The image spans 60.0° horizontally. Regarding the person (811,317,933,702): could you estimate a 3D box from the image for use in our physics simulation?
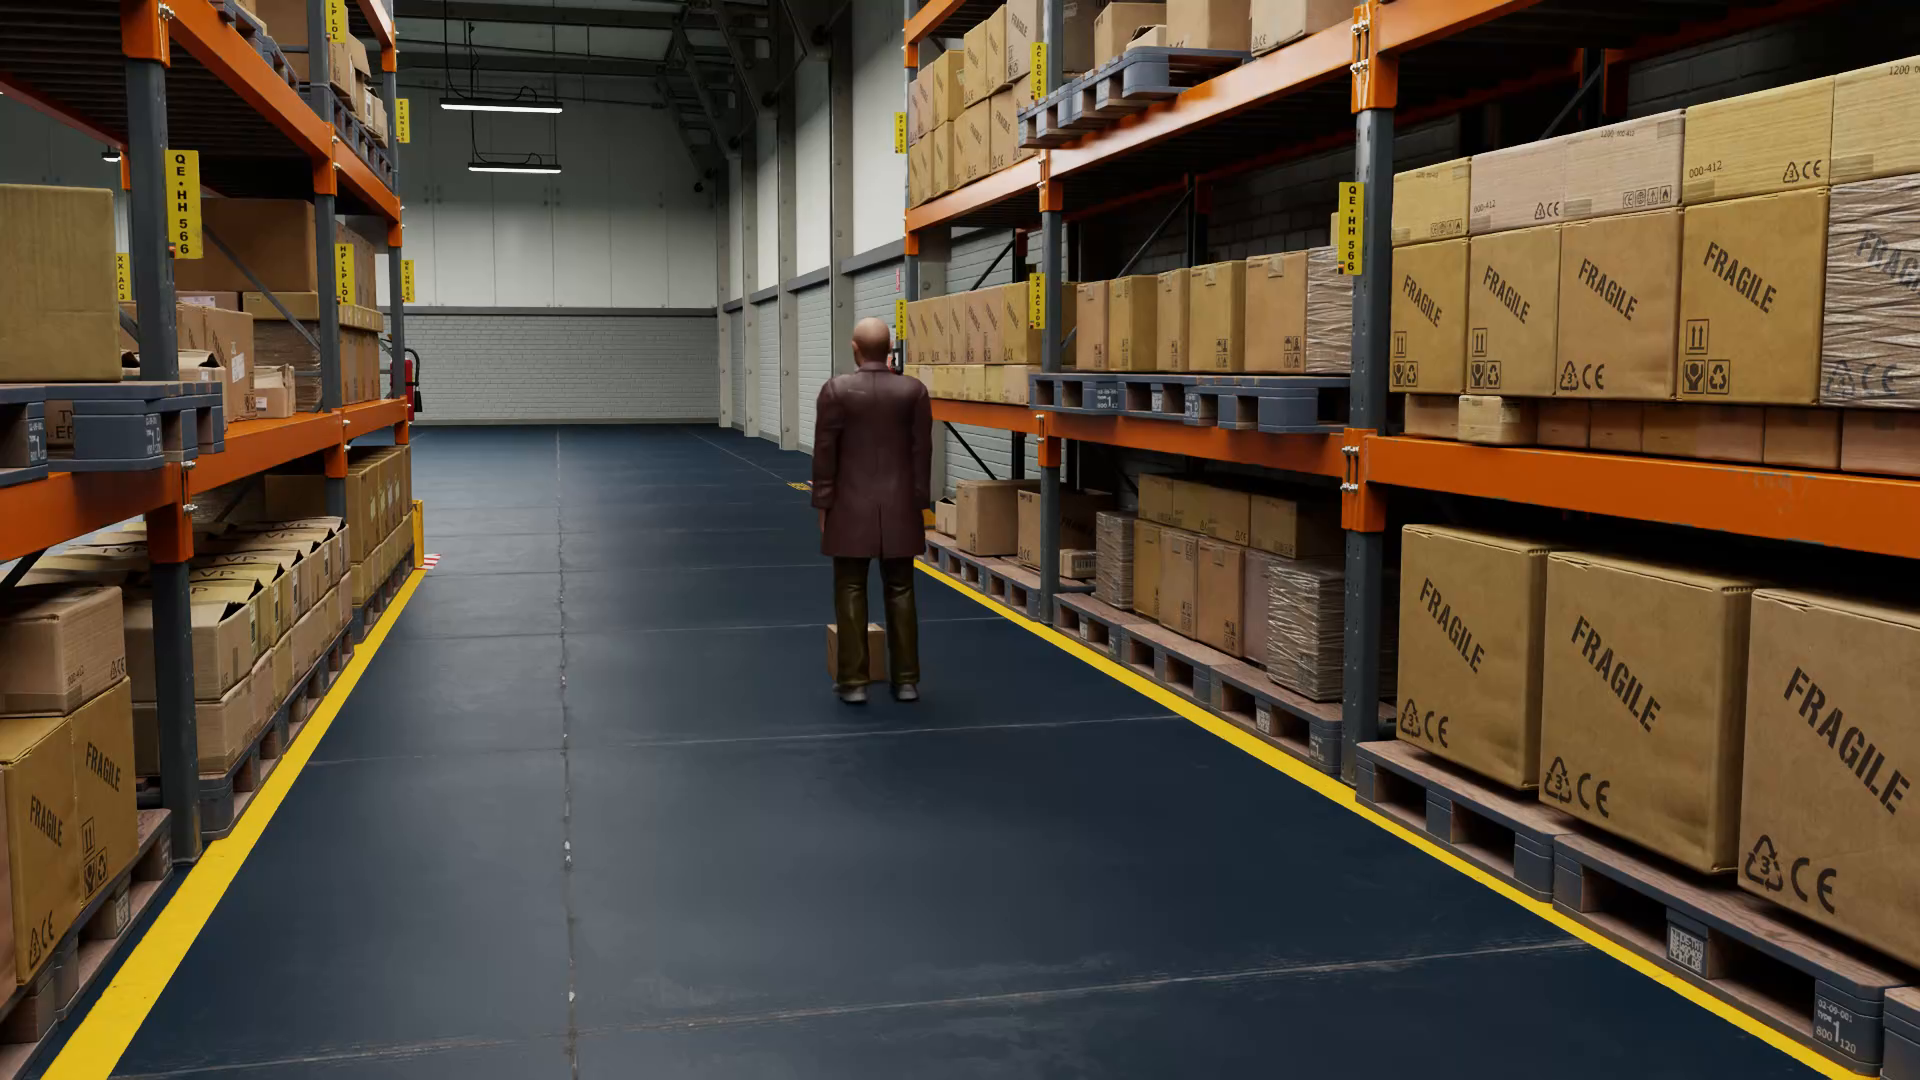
[{"bbox_3d":[-0.417,-0.139,7.758,0.563,1.784,0.387,-1,6,-12],"label":"person"}]
